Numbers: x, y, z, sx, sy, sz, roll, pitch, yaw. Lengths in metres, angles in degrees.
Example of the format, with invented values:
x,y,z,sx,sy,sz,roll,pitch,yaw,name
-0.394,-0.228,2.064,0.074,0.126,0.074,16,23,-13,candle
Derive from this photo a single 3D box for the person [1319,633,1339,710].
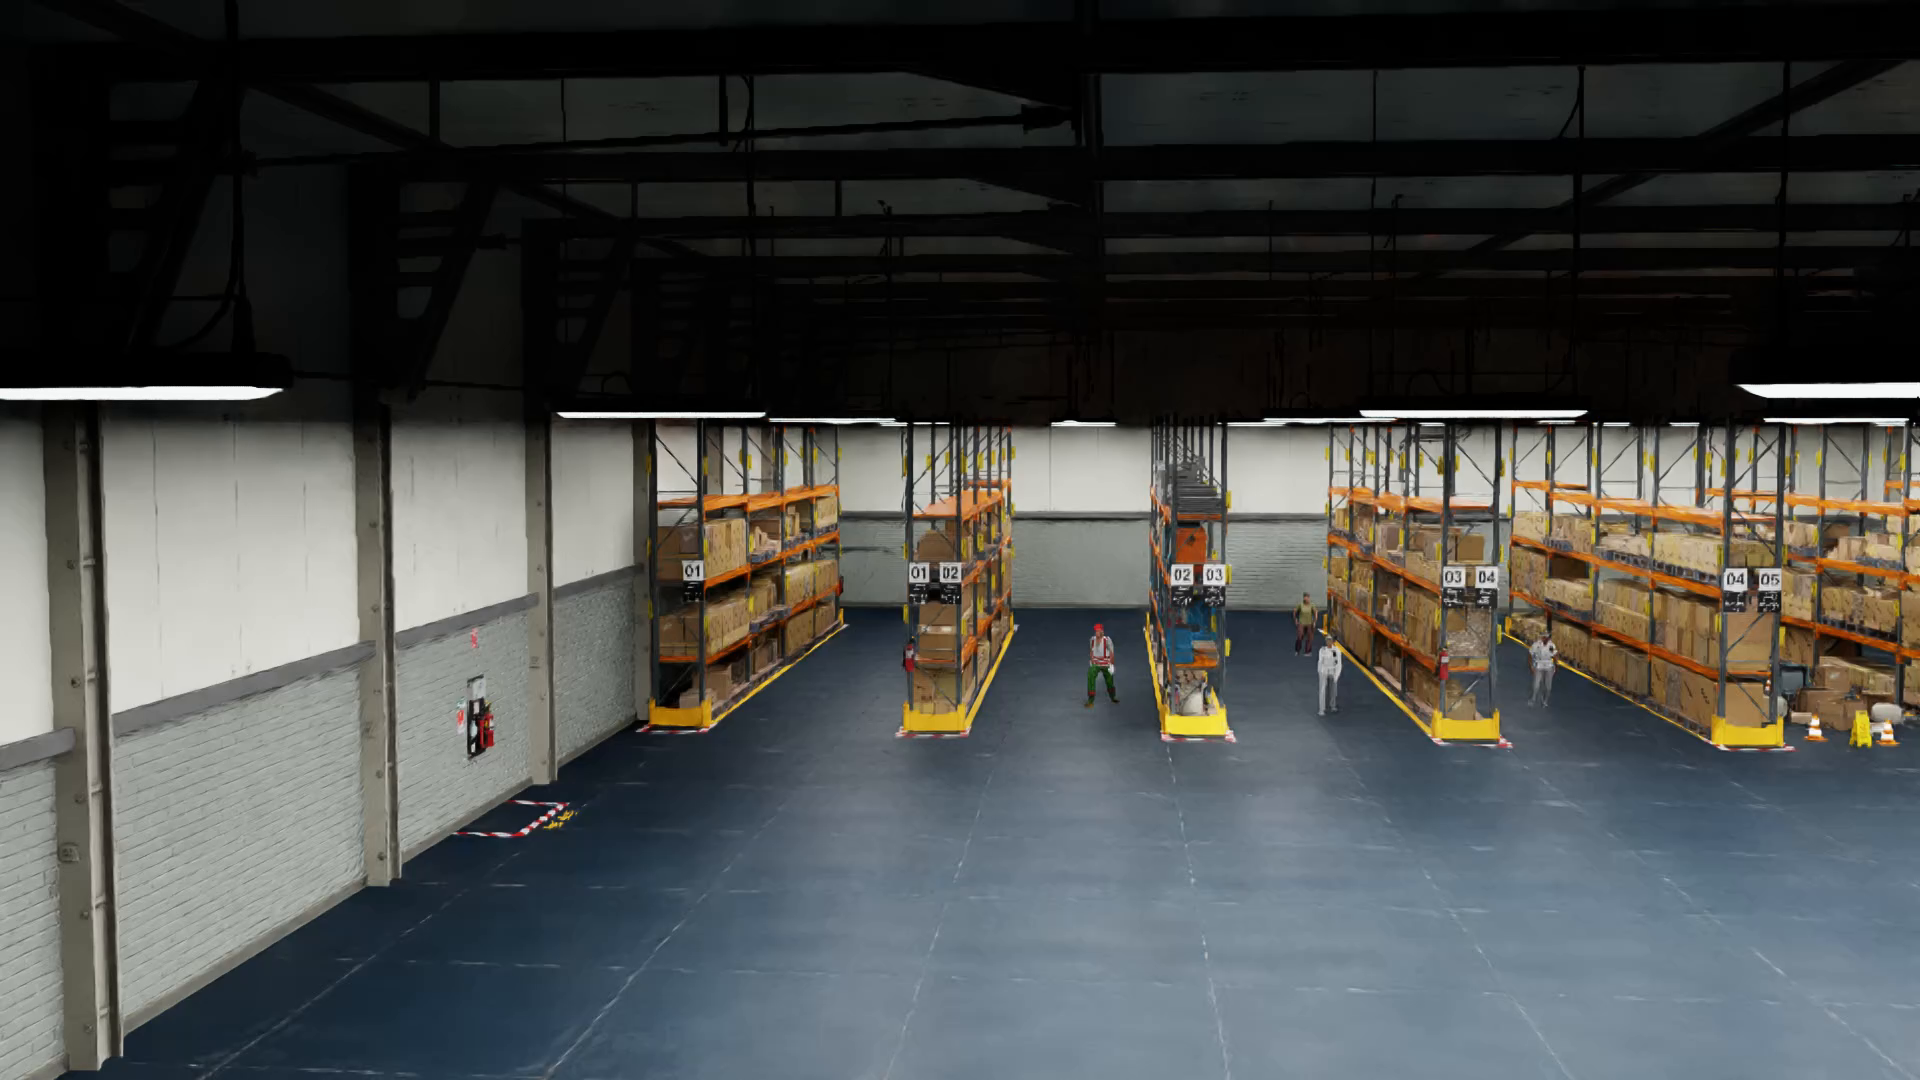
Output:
x,y,z,sx,sy,sz,roll,pitch,yaw,name
7.404,2.627,33.352,0.405,1.575,0.794,1,4,14,person

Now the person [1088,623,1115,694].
x,y,z,sx,sy,sz,roll,pitch,yaw,name
-1.033,2.280,36.457,9.611,1.467,1.191,2,4,25,person

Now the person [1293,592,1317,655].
x,y,z,sx,sy,sz,roll,pitch,yaw,name
8.696,2.104,41.886,0.598,1.619,0.506,0,4,3,person

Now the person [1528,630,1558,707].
x,y,z,sx,sy,sz,roll,pitch,yaw,name
11.935,2.627,34.072,0.592,1.623,0.532,0,4,4,person
